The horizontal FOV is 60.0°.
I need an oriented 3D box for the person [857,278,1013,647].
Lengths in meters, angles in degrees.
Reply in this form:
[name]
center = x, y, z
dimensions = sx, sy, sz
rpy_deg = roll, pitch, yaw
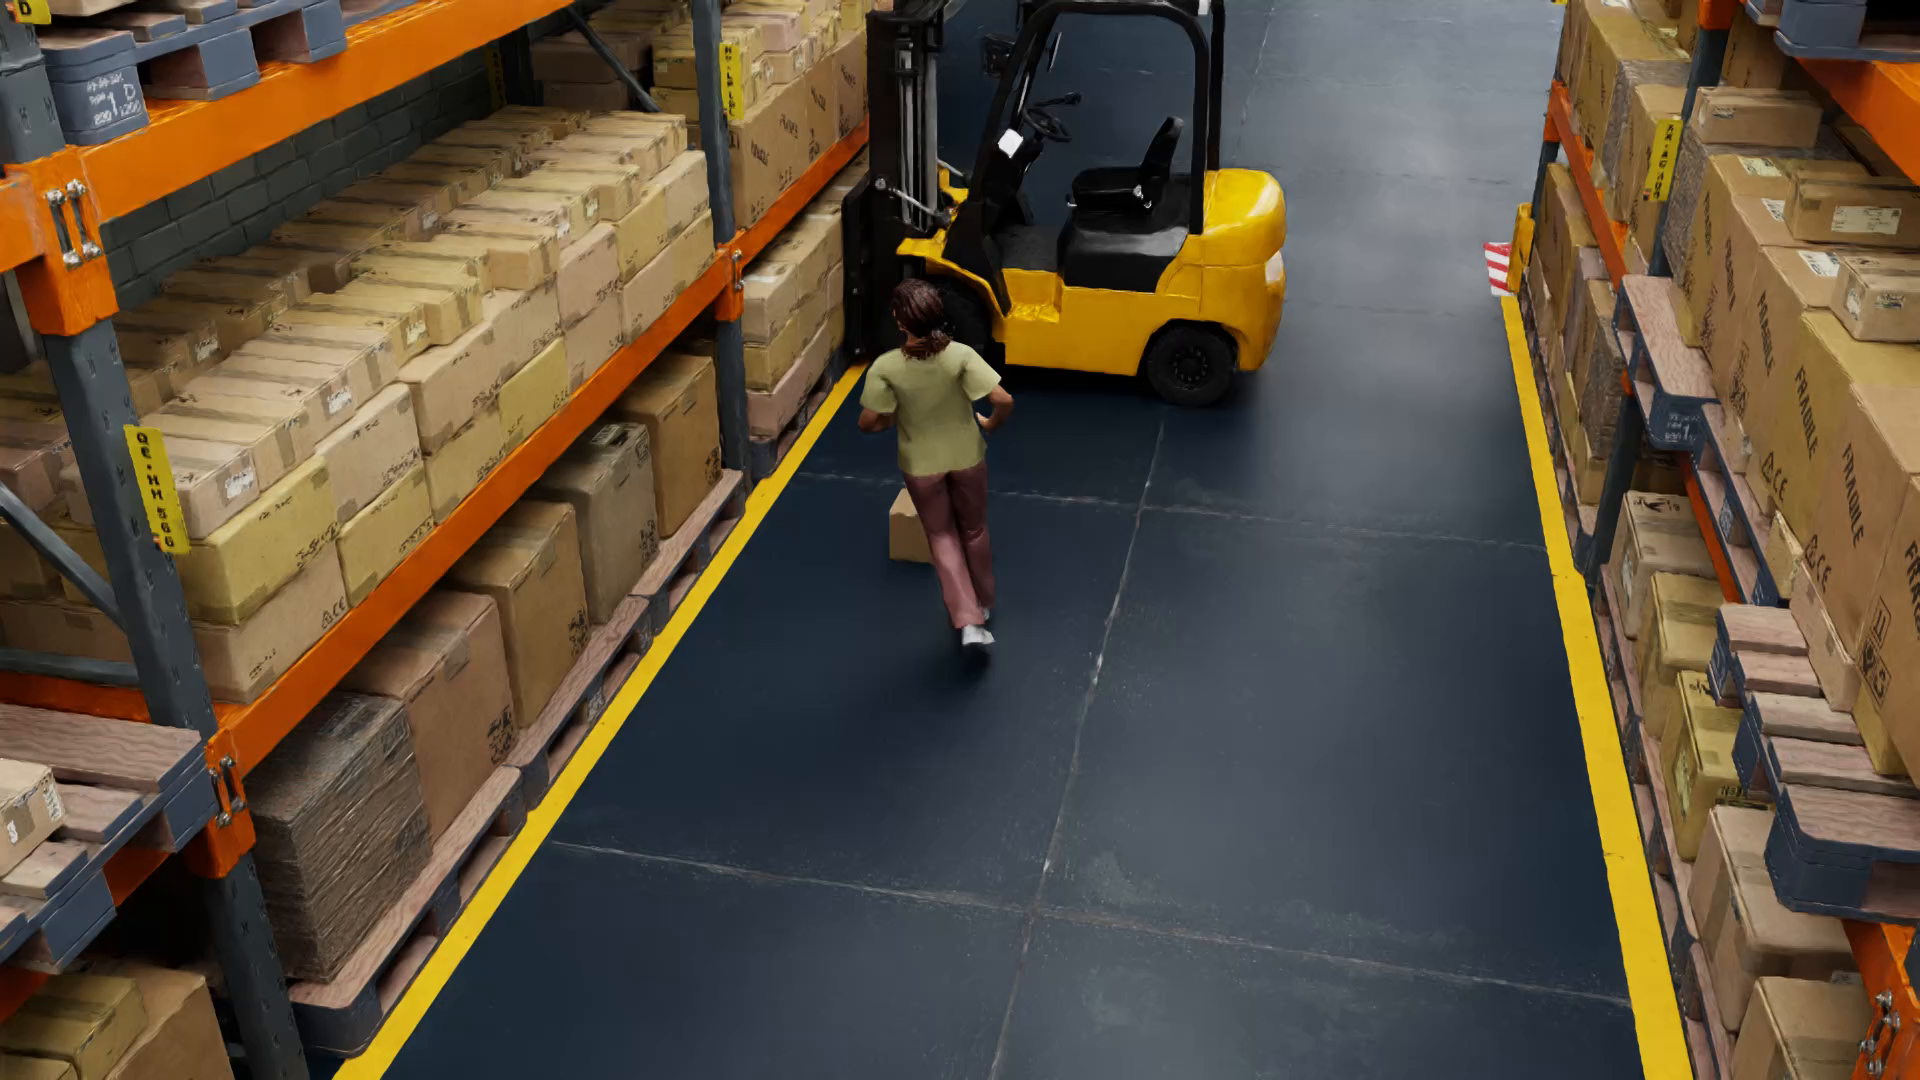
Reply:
[person]
center = -0.116, -0.303, 6.697
dimensions = 0.597, 1.625, 0.745
rpy_deg = -4, 29, -6
